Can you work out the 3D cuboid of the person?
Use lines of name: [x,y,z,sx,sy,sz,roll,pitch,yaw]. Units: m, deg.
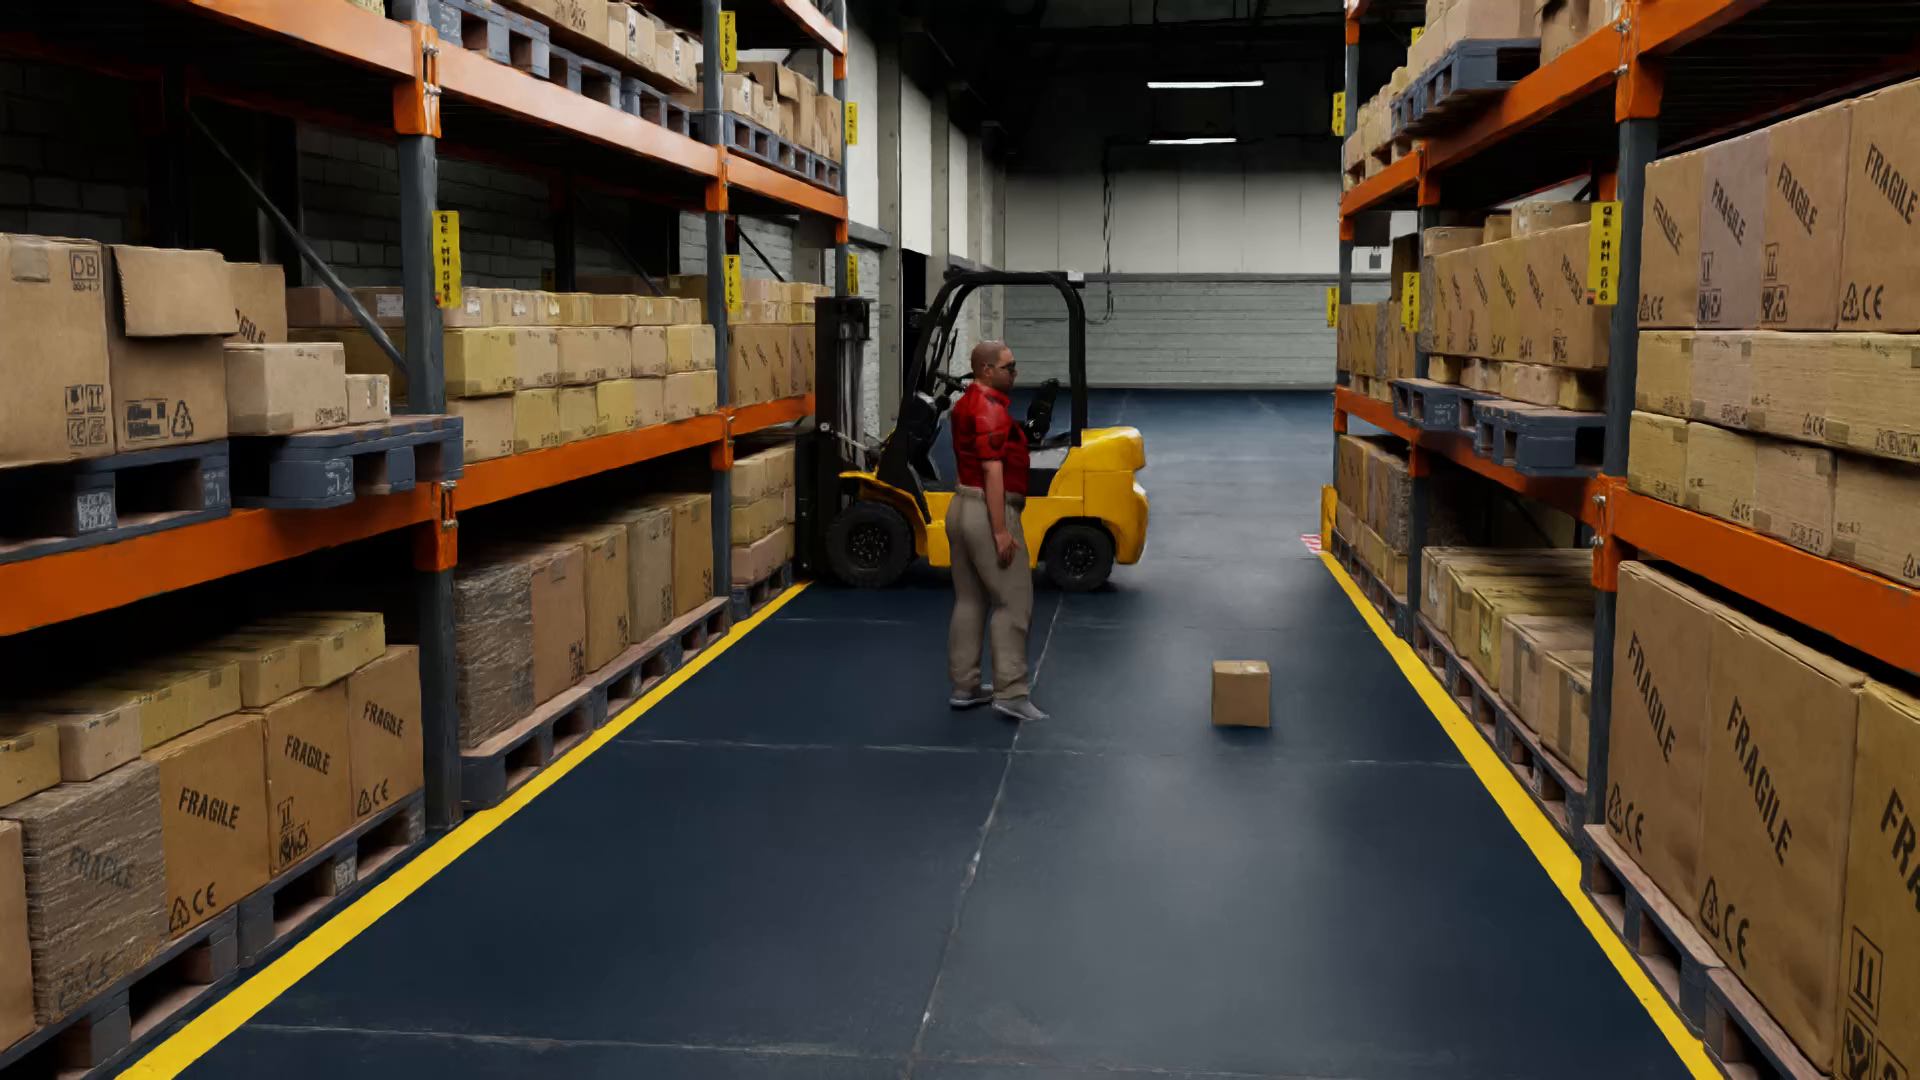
person: [0.151,-0.033,7.790,0.419,1.798,0.606,-3,8,-24]
